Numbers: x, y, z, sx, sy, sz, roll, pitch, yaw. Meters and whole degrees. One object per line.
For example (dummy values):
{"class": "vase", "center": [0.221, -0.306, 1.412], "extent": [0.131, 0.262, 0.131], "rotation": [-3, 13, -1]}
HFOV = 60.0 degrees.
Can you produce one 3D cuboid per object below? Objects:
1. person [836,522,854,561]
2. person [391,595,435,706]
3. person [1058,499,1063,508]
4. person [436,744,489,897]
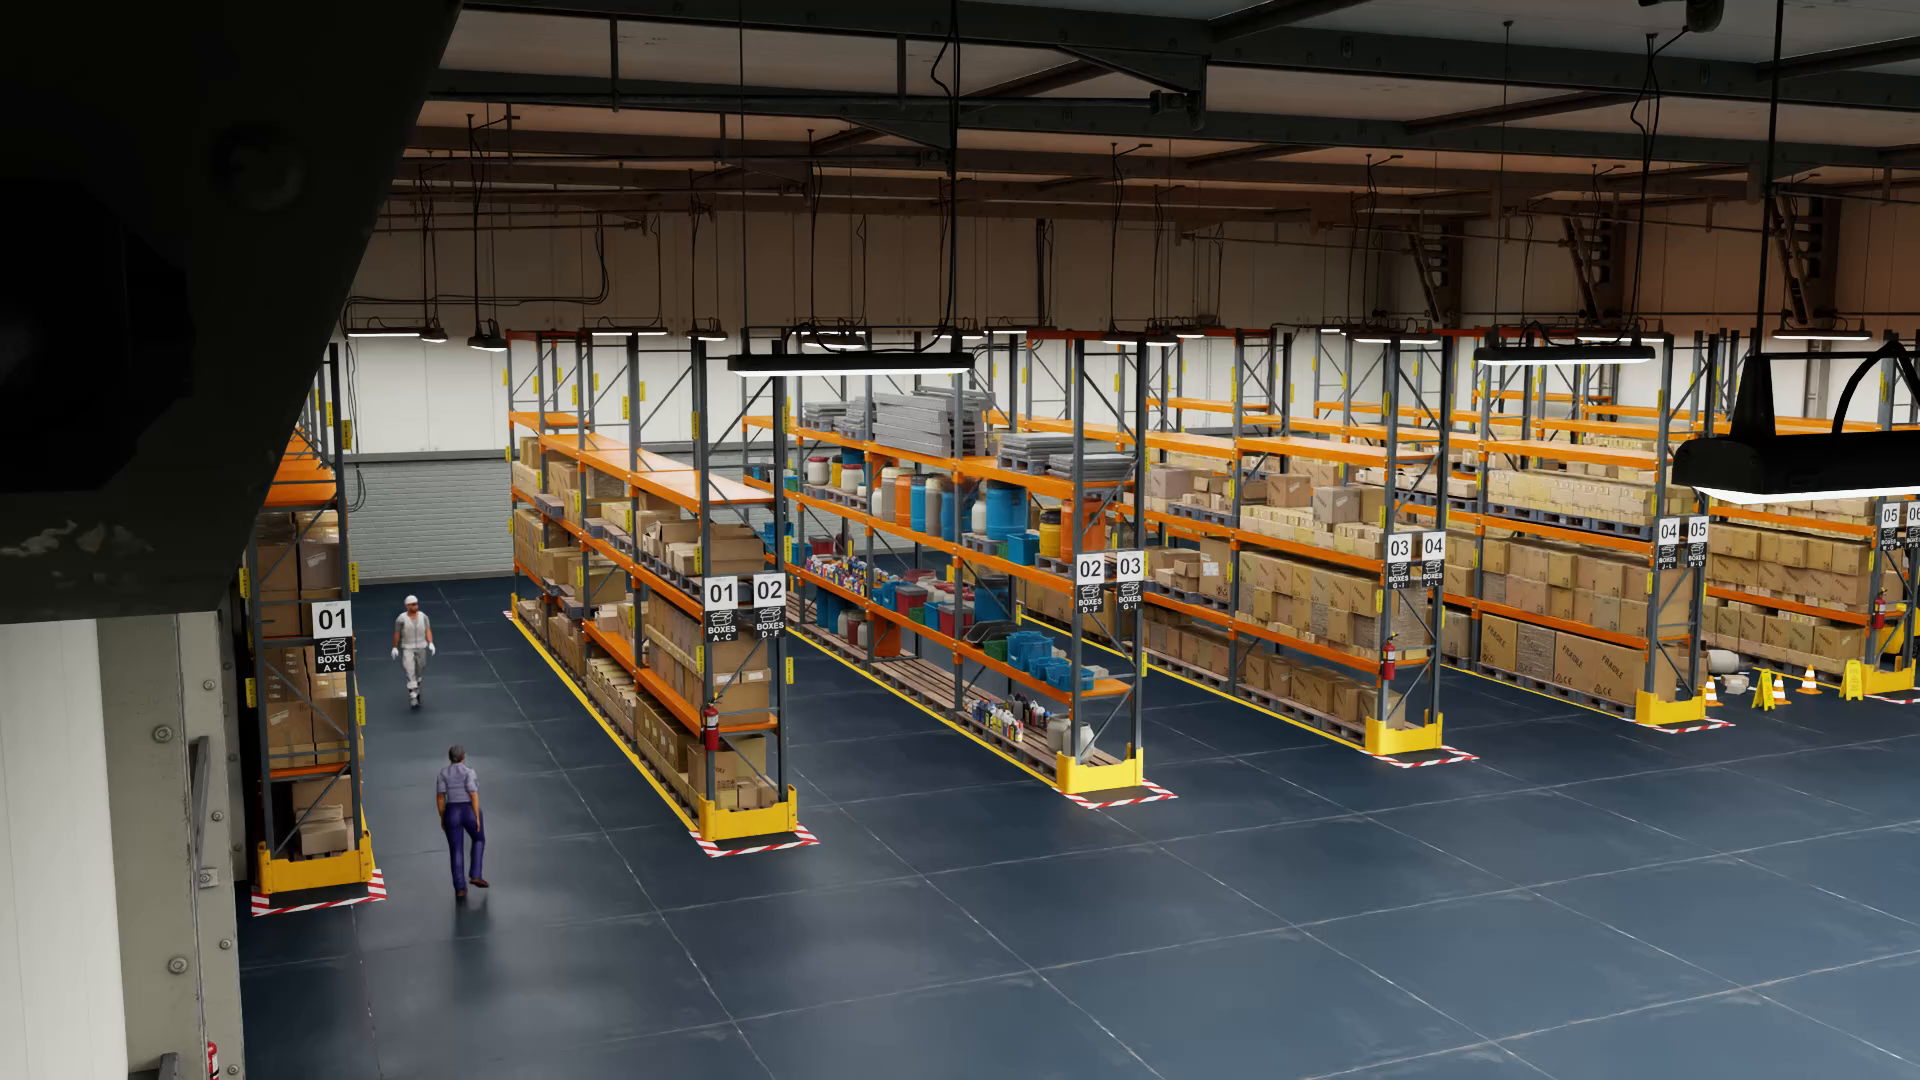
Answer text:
{"class": "person", "center": [-2.500, 0.554, 36.549], "extent": [0.588, 1.709, 0.644], "rotation": [-7, 11, -43]}
{"class": "person", "center": [-8.893, 1.765, 27.078], "extent": [0.634, 1.721, 1.050], "rotation": [-5, 9, -31]}
{"class": "person", "center": [2.698, -0.309, 42.505], "extent": [0.995, 1.733, 0.547], "rotation": [-5, 9, -34]}
{"class": "person", "center": [-5.457, 3.062, 18.186], "extent": [0.512, 1.654, 0.523], "rotation": [-2, 8, -11]}
